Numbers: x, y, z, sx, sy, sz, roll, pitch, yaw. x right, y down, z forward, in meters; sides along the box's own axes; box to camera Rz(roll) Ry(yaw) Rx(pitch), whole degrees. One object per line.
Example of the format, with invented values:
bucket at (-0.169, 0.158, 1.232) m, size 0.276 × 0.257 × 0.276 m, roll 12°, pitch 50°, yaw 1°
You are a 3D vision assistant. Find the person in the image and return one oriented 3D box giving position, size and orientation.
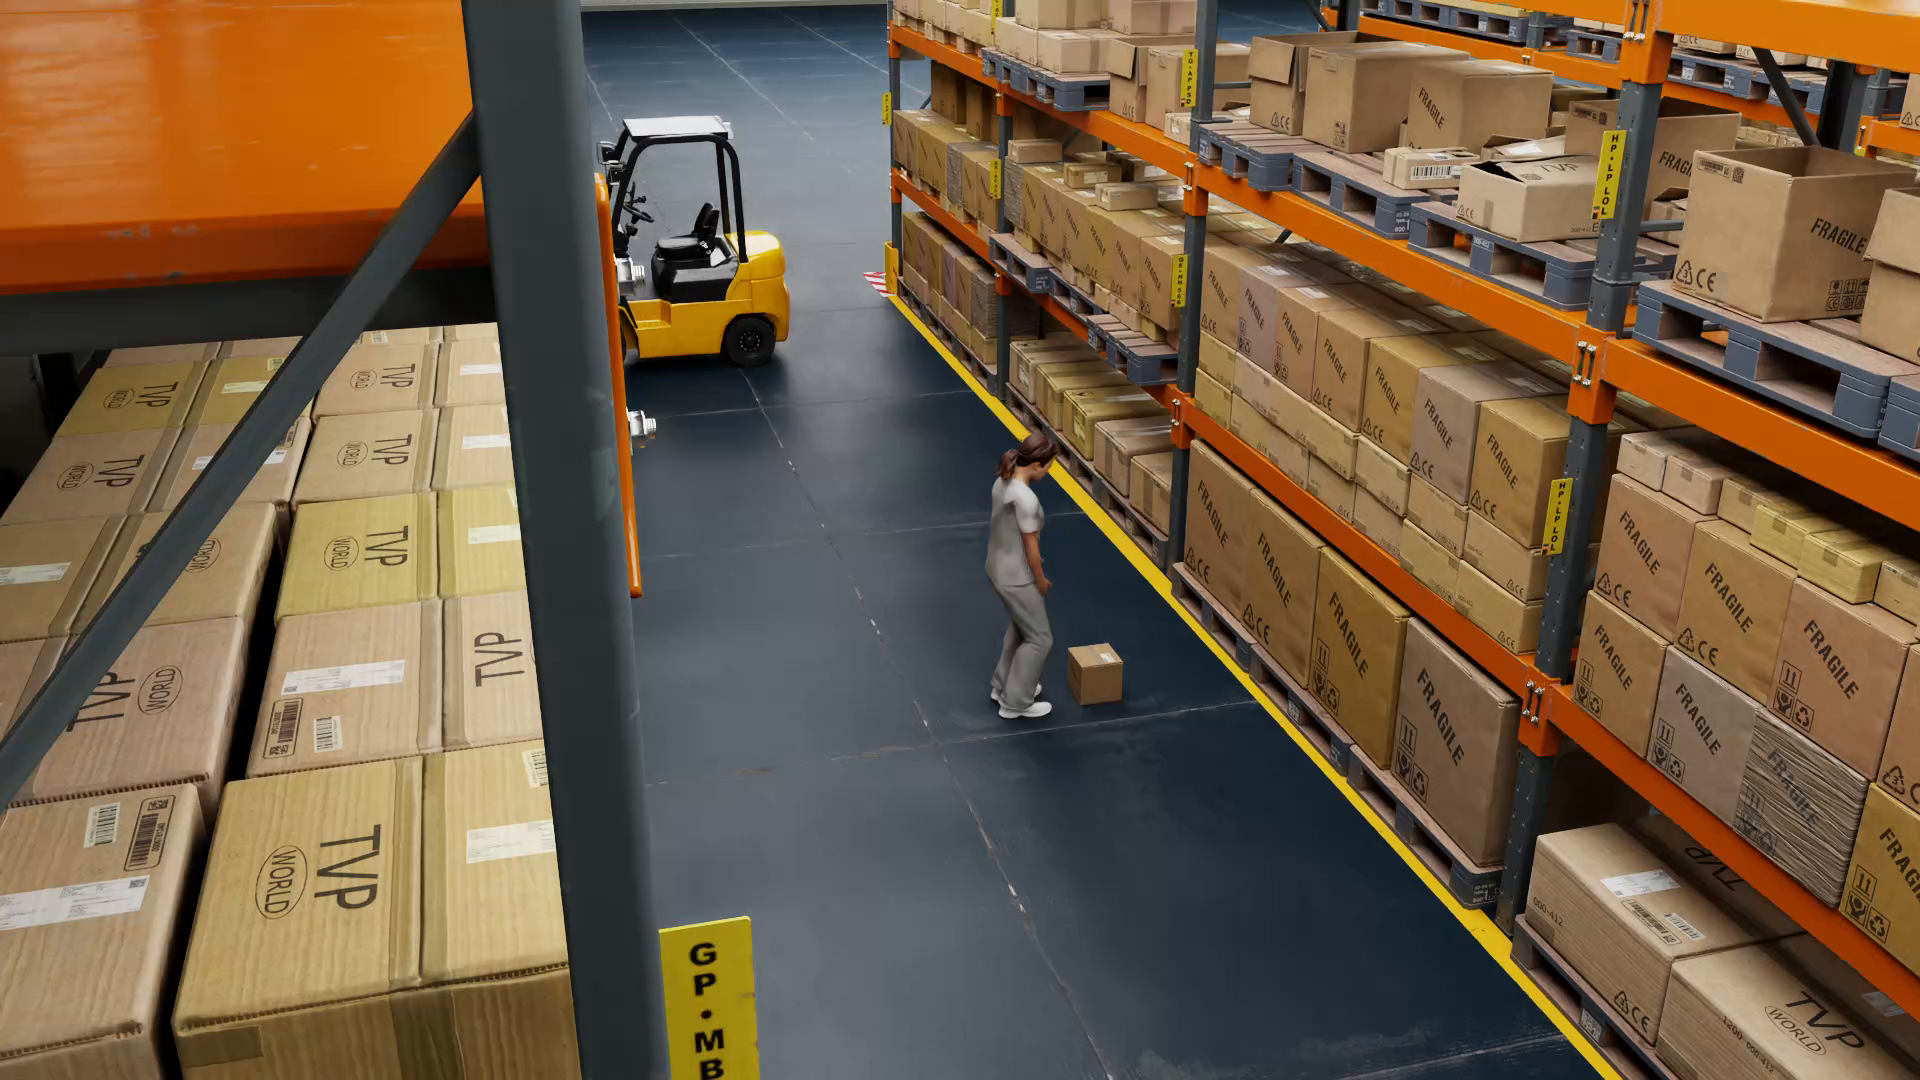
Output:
person at (0.335, 0.190, 9.229) m, size 0.388 × 1.625 × 0.461 m, roll -6°, pitch 24°, yaw -13°
